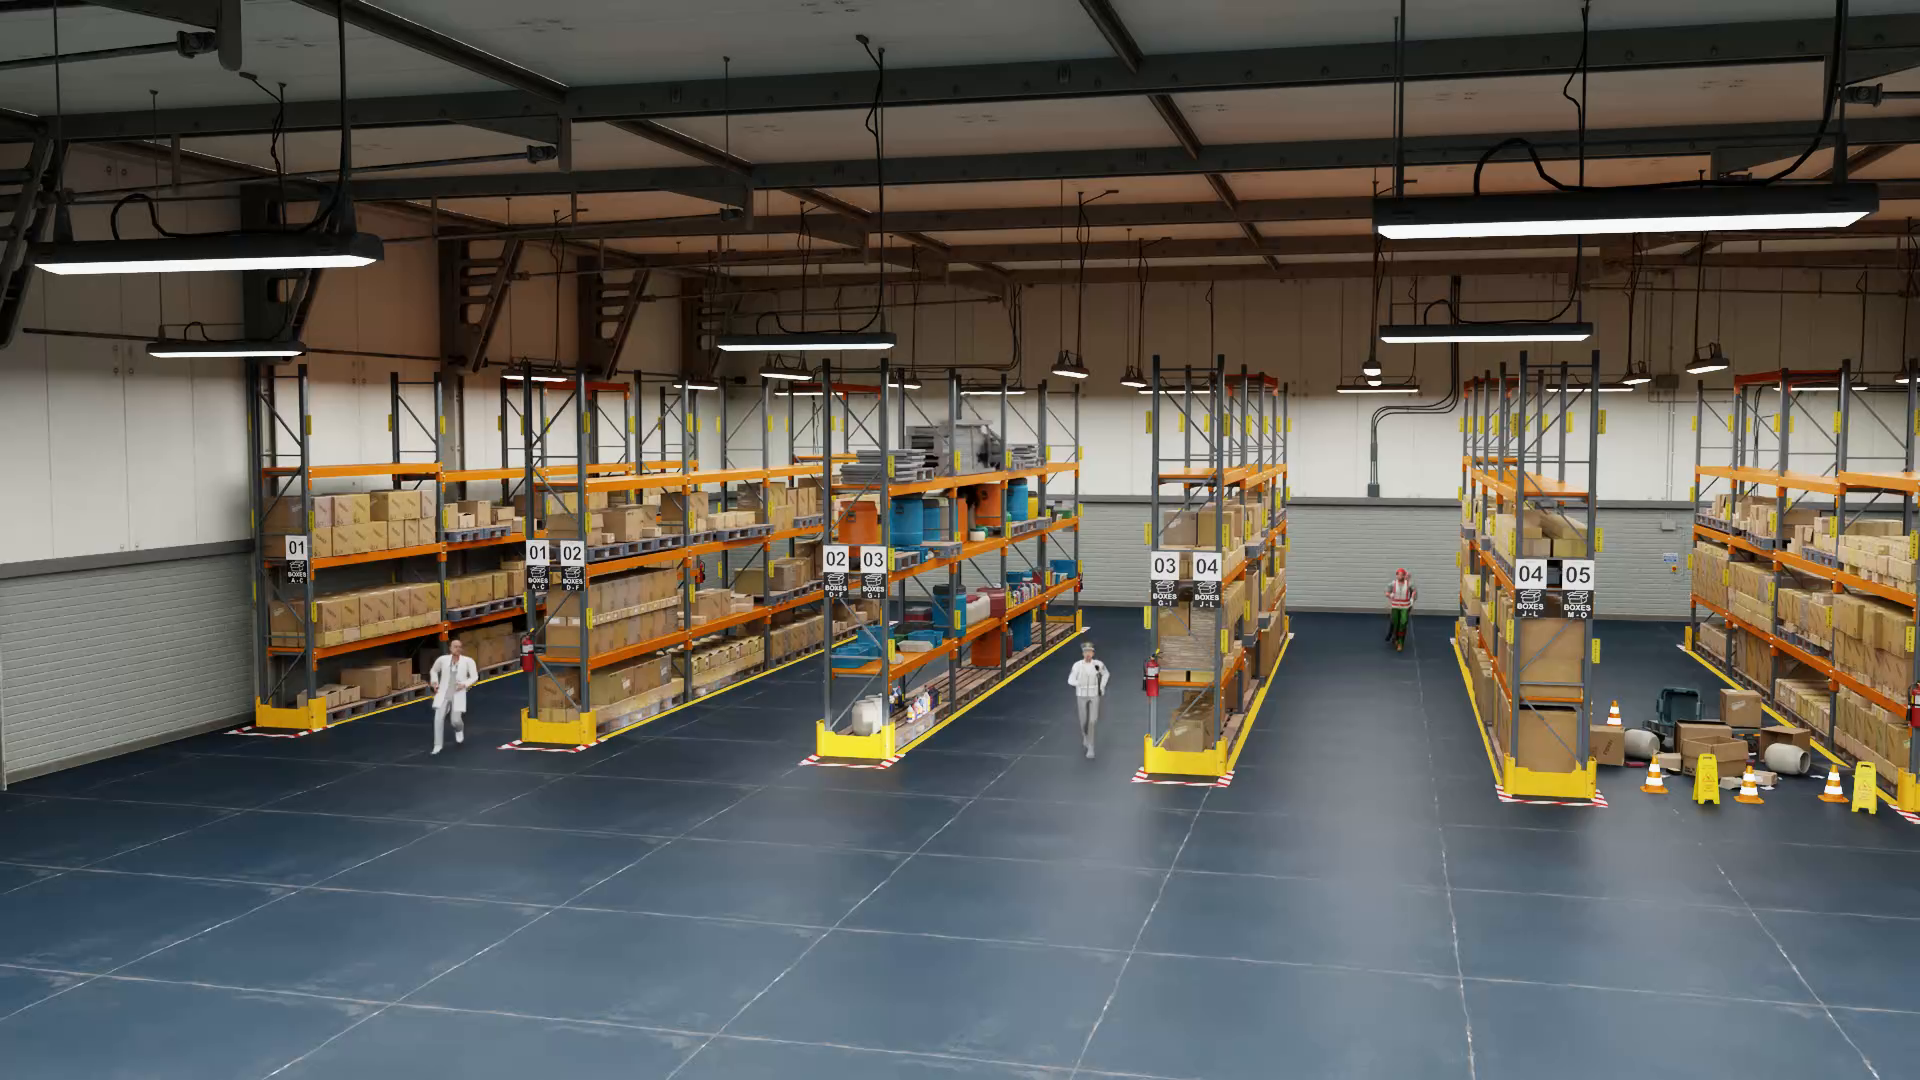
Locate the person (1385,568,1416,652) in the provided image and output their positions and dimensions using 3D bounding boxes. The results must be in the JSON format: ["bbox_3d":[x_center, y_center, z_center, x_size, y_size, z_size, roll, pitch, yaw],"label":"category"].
[{"bbox_3d":[9.761,1.528,36.917,0.651,1.808,0.924,2,4,22],"label":"person"}]

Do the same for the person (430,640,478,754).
[{"bbox_3d":[-7.832,2.397,25.704,0.728,1.709,0.704,-1,4,-8],"label":"person"}]

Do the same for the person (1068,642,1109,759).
[{"bbox_3d":[1.949,2.392,25.254,0.612,1.701,0.920,0,4,7],"label":"person"}]

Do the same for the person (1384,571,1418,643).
[{"bbox_3d":[10.097,1.541,38.039,0.731,1.669,0.611,1,4,19],"label":"person"}]
